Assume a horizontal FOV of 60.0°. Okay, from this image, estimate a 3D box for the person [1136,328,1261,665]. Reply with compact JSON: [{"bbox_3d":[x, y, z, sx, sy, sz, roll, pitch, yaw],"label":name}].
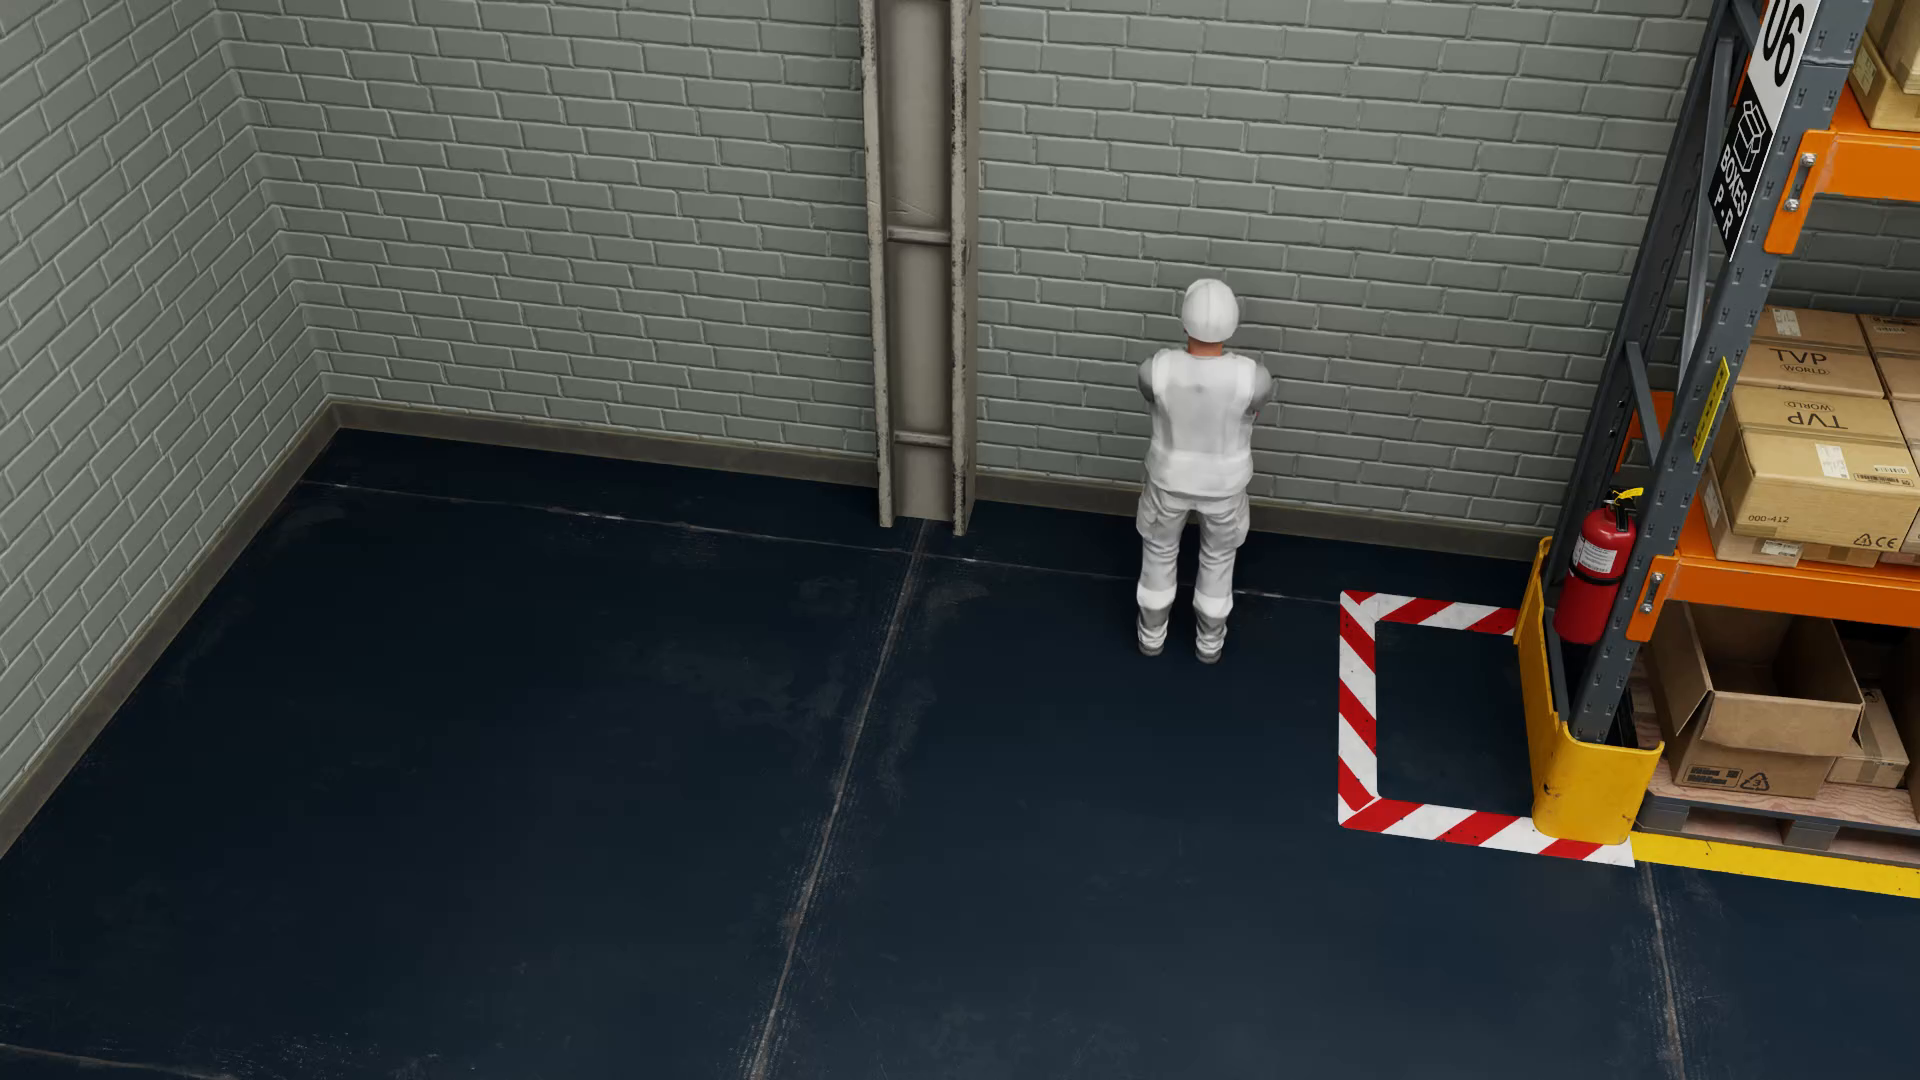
[{"bbox_3d":[0.932,-0.288,6.520,0.456,1.735,0.558,7,41,9],"label":"person"}]
